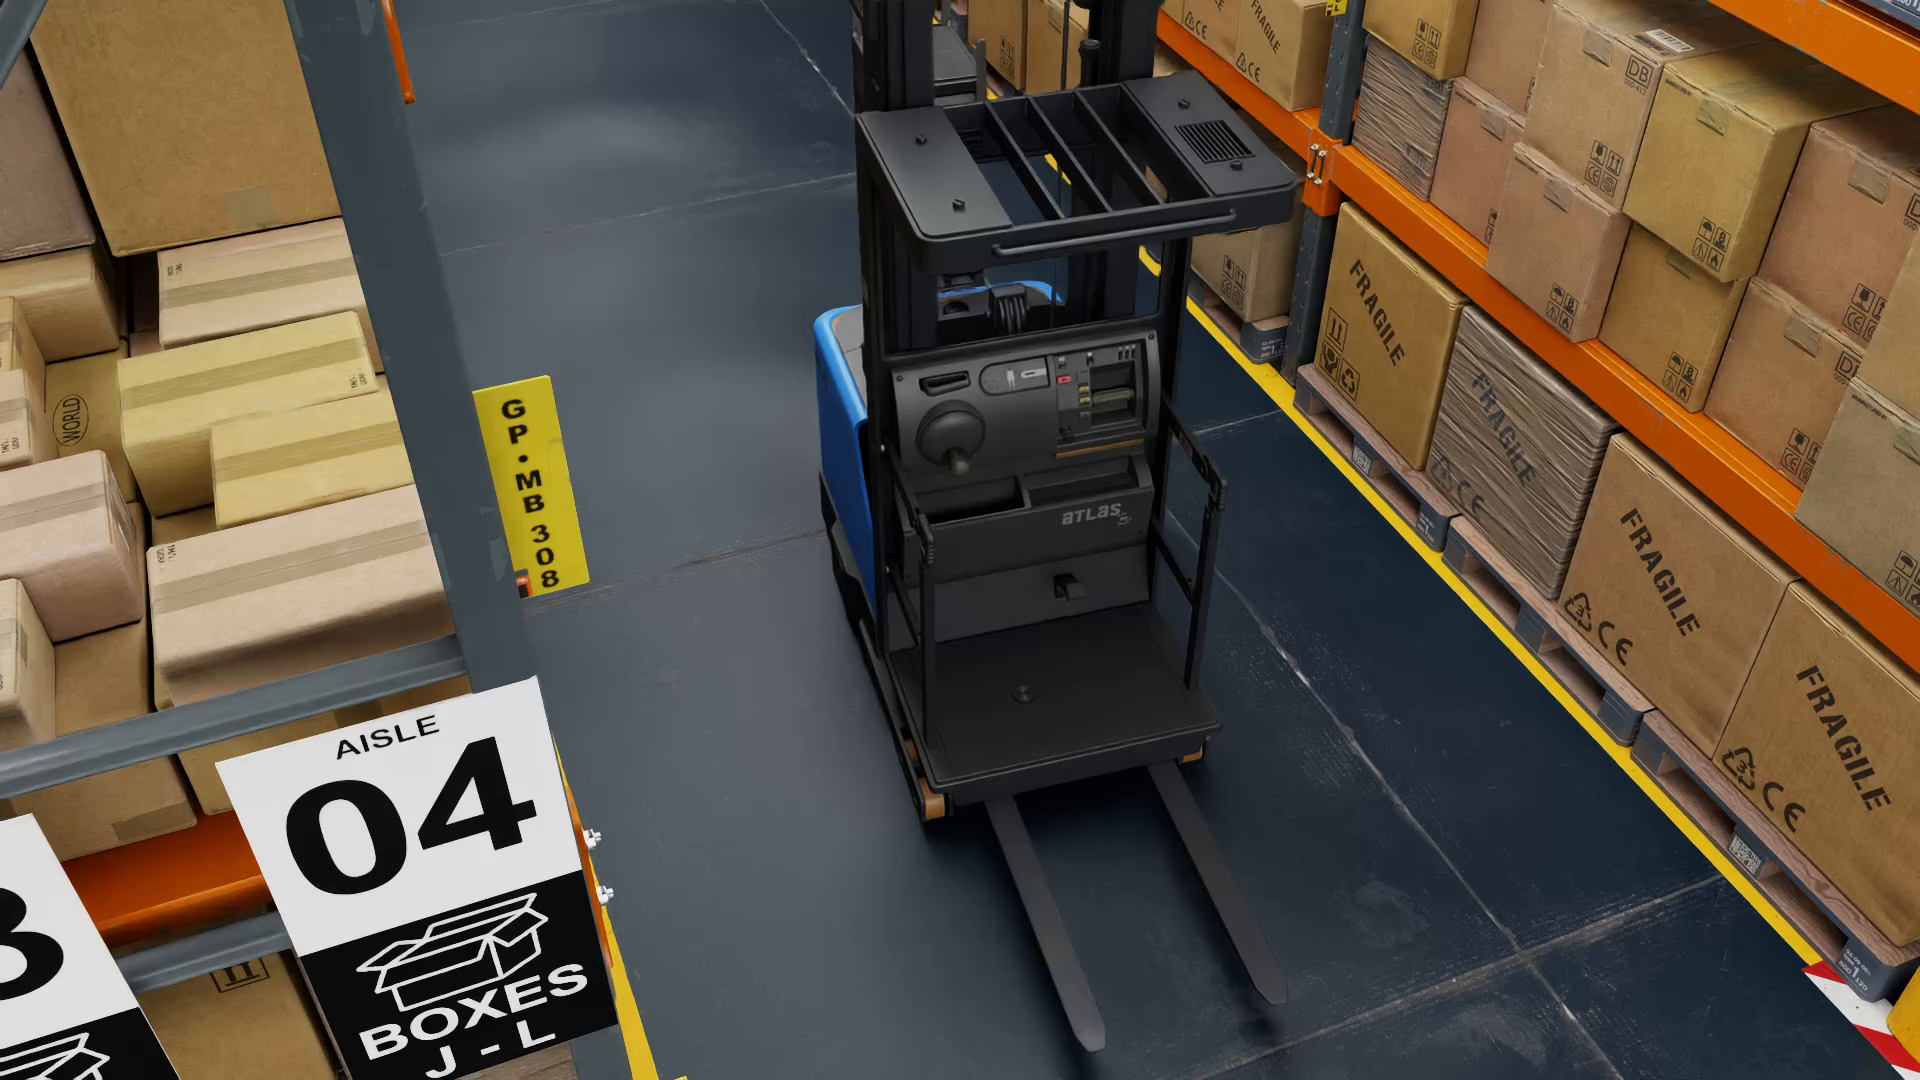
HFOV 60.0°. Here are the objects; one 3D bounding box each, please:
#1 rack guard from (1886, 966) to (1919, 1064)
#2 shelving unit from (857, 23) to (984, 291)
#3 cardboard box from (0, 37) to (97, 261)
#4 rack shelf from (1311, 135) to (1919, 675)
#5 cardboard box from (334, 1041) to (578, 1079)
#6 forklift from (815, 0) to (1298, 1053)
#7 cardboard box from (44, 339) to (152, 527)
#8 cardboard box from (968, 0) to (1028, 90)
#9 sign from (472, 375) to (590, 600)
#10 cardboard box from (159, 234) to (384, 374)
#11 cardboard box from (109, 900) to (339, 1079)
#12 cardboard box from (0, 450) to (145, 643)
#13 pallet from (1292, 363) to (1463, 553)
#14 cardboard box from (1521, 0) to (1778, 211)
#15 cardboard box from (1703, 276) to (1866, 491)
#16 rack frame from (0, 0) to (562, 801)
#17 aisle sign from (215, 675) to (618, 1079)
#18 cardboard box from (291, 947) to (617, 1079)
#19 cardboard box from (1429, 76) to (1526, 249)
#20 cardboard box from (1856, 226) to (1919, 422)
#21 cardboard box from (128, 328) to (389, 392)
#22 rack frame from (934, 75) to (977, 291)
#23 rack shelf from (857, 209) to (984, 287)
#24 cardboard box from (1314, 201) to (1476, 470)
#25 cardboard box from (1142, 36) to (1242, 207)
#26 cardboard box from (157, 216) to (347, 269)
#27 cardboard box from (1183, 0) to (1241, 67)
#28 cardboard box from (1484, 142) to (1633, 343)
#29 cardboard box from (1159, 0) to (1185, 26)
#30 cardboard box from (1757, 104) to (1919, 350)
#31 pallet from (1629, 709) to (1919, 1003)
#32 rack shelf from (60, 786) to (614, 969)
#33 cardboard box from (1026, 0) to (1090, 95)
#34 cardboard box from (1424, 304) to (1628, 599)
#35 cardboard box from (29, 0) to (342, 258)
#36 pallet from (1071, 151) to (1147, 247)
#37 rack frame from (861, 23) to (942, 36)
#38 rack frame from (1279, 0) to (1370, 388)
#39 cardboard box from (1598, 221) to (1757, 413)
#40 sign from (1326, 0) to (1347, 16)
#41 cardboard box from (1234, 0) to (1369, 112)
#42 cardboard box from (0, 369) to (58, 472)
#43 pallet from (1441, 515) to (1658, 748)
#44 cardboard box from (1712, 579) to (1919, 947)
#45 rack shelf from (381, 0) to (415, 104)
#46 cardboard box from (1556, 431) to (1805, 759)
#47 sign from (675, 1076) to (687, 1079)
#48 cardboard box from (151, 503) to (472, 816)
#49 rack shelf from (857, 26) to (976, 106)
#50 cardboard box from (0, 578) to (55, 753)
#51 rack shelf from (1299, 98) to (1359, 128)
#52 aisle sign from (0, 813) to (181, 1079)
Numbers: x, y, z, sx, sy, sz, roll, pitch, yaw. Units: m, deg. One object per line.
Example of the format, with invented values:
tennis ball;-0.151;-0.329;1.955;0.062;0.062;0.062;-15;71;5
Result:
rack guard;3.601;1.332;5.317;1.175;0.500;0.348;-15;43;-17
shelving unit;5.213;-3.741;7.577;11.925;5.092;1.531;-11;42;-12
cardboard box;-1.857;-0.802;2.893;0.500;0.500;0.500;-15;43;-17
rack shelf;2.826;-0.562;6.155;1.077;0.370;4.000;-15;43;-17
cardboard box;-1.215;1.058;3.415;0.875;0.500;0.500;-15;43;-17
forklift;0.289;-0.382;5.446;1.121;2.935;3.031;-11;42;-12
cardboard box;-1.643;-0.061;2.835;0.500;0.250;0.500;-15;43;-17
cardboard box;0.680;-3.366;10.267;1.050;0.750;0.750;-16;43;-17
sign;-0.528;-0.058;2.045;0.100;0.325;0.005;-15;43;-17
cardboard box;-1.180;-0.392;2.914;0.380;0.149;0.250;-13;42;-15
cardboard box;-1.808;0.653;4.451;1.144;2.239;2.984;-3;41;-3
cardboard box;-1.415;0.039;2.412;0.380;0.149;0.250;-16;43;-18
pallet;2.280;-0.505;7.675;1.003;0.211;1.213;-15;43;-17
cardboard box;2.568;-1.613;5.882;0.875;0.550;0.550;-15;43;-17
cardboard box;3.079;-0.594;5.525;0.875;0.550;0.550;-15;43;-17
rack frame;-1.030;-0.728;1.195;1.000;3.000;0.127;-15;43;-17
aisle sign;-0.729;0.523;2.347;0.394;0.787;0.004;-15;43;-17
cardboard box;-0.988;0.617;3.160;0.500;0.500;0.500;-15;43;-17
cardboard box;2.445;-1.551;6.639;0.875;0.550;0.550;-15;43;-17
cardboard box;3.190;-0.638;4.748;0.875;0.550;0.550;-15;43;-17
cardboard box;-1.178;-0.198;2.994;0.500;0.250;0.500;-16;43;-18
rack frame;-0.096;-1.032;6.840;0.380;1.831;0.006;-11;42;-12
rack shelf;-0.165;-1.174;7.026;0.431;0.518;0.480;-11;42;-12
cardboard box;2.237;-0.997;7.416;0.875;0.875;0.875;-14;43;-16
cardboard box;1.375;-2.279;9.003;1.050;0.750;0.750;-15;43;-17
cardboard box;-1.269;-0.540;3.085;0.380;0.149;0.250;-15;43;-17
cardboard box;1.421;-2.629;7.930;0.500;0.500;0.500;-16;43;-17
cardboard box;2.542;-1.197;6.226;0.875;0.550;0.550;-15;43;-17
cardboard box;1.228;-2.934;8.284;0.500;0.500;0.500;-15;43;-16
cardboard box;3.101;-1.009;5.179;0.875;0.550;0.550;-15;43;-17
pallet;3.213;0.965;5.966;1.003;0.211;1.213;-15;43;-17
rack shelf;-1.795;-0.523;3.808;1.077;0.370;4.000;-15;43;-17
cardboard box;1.018;-2.840;9.656;1.050;0.750;0.750;-14;43;-16
cardboard box;2.585;-0.455;6.786;0.875;0.875;0.875;-15;43;-17
cardboard box;-1.348;-0.893;2.999;0.500;0.500;0.500;-15;43;-17
pallet;1.226;-2.164;9.605;1.003;0.211;1.213;-15;43;-17
rack frame;-0.231;-1.338;7.195;0.380;1.831;0.006;-11;42;-12
rack frame;2.061;-2.039;7.321;1.000;3.000;0.127;-15;43;-17
cardboard box;2.838;-0.902;5.884;0.875;0.550;0.500;-15;43;-17
sign;1.563;-2.307;6.805;0.100;0.325;0.005;-15;43;-17
cardboard box;1.614;-2.325;7.577;0.500;0.500;0.500;-15;43;-17
cardboard box;-1.621;-0.098;2.572;0.380;0.149;0.250;-17;43;-19
pallet;2.750;0.231;6.819;1.003;0.211;1.213;-15;43;-17
cardboard box;3.271;0.624;5.531;0.875;0.875;0.875;-15;43;-17
rack shelf;-1.795;-1.659;2.832;1.077;0.370;4.000;-15;43;-17
cardboard box;2.932;0.095;6.147;0.875;0.875;0.875;-16;43;-18
sign;-0.528;1.083;3.026;0.100;0.325;0.005;-15;43;-17
cardboard box;-0.975;0.111;2.634;0.500;0.250;0.500;-14;43;-16
rack shelf;-0.165;-1.809;6.481;0.368;0.174;0.457;-11;42;-12
cardboard box;-1.424;0.226;2.196;0.380;0.149;0.250;-15;43;-17
rack shelf;1.296;-3.046;8.893;0.919;0.124;3.809;-15;43;-17
aisle sign;-1.283;0.673;2.173;0.394;0.787;0.004;-15;43;-17
